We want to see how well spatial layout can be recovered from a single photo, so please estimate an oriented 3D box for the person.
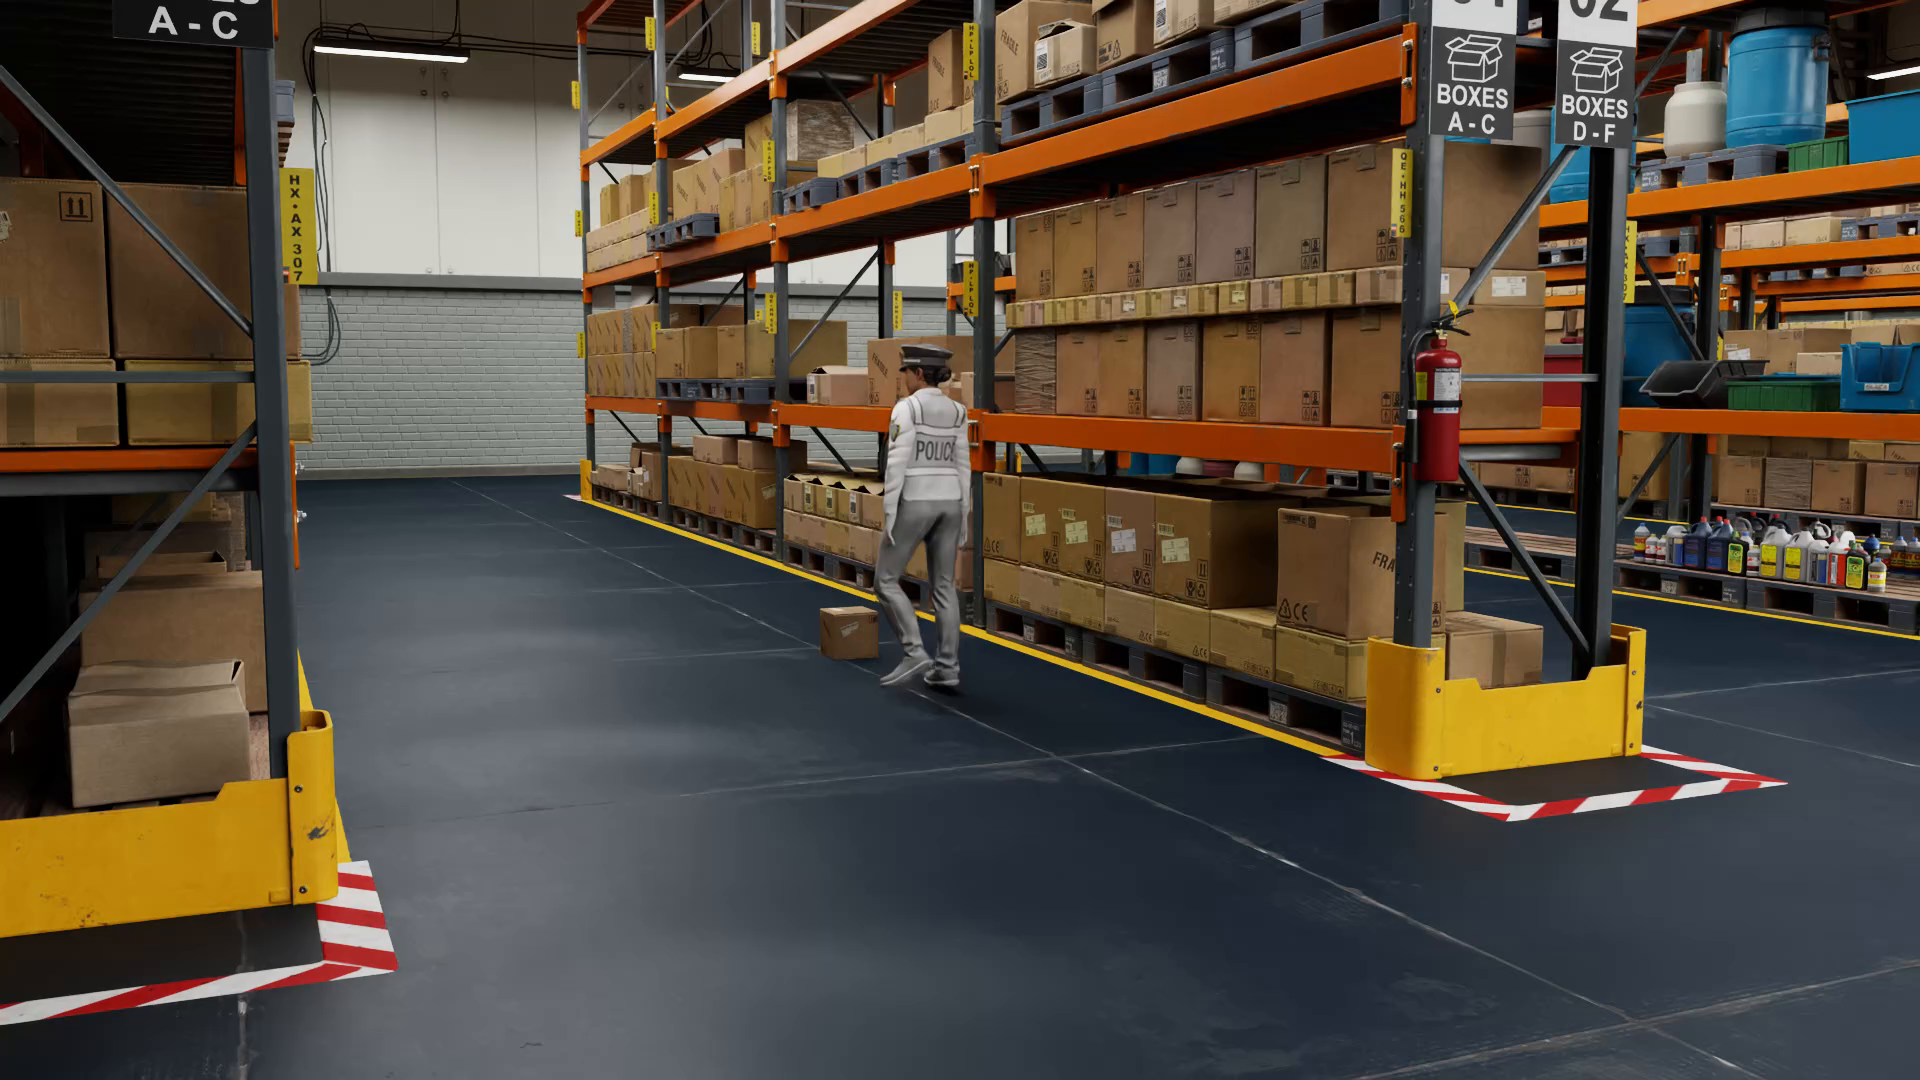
[{"bbox_3d":[-0.159,-0.119,8.031,0.553,1.655,0.418,-4,7,-35],"label":"person"}]
